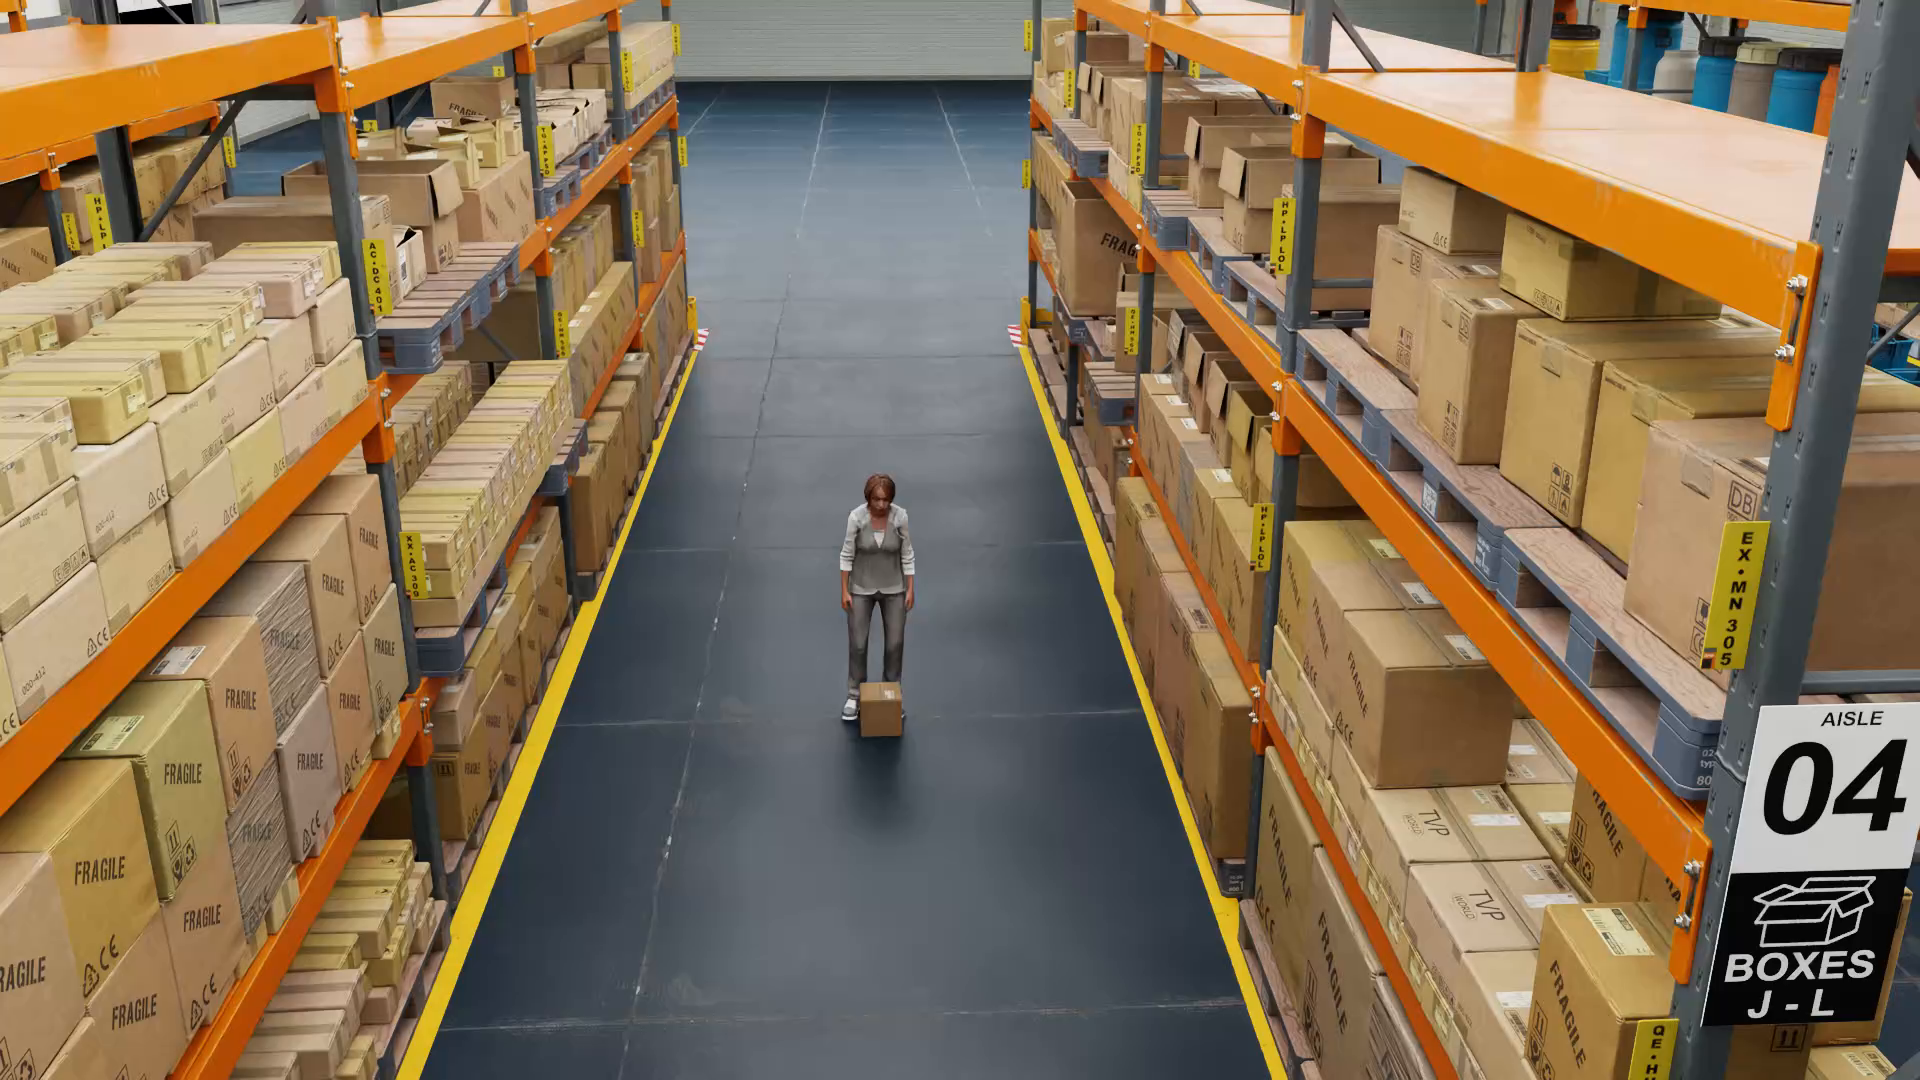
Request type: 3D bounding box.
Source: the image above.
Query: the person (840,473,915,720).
[{"bbox_3d":[-0.510,0.331,10.218,0.478,1.592,0.347,-2,21,-6],"label":"person"}]
